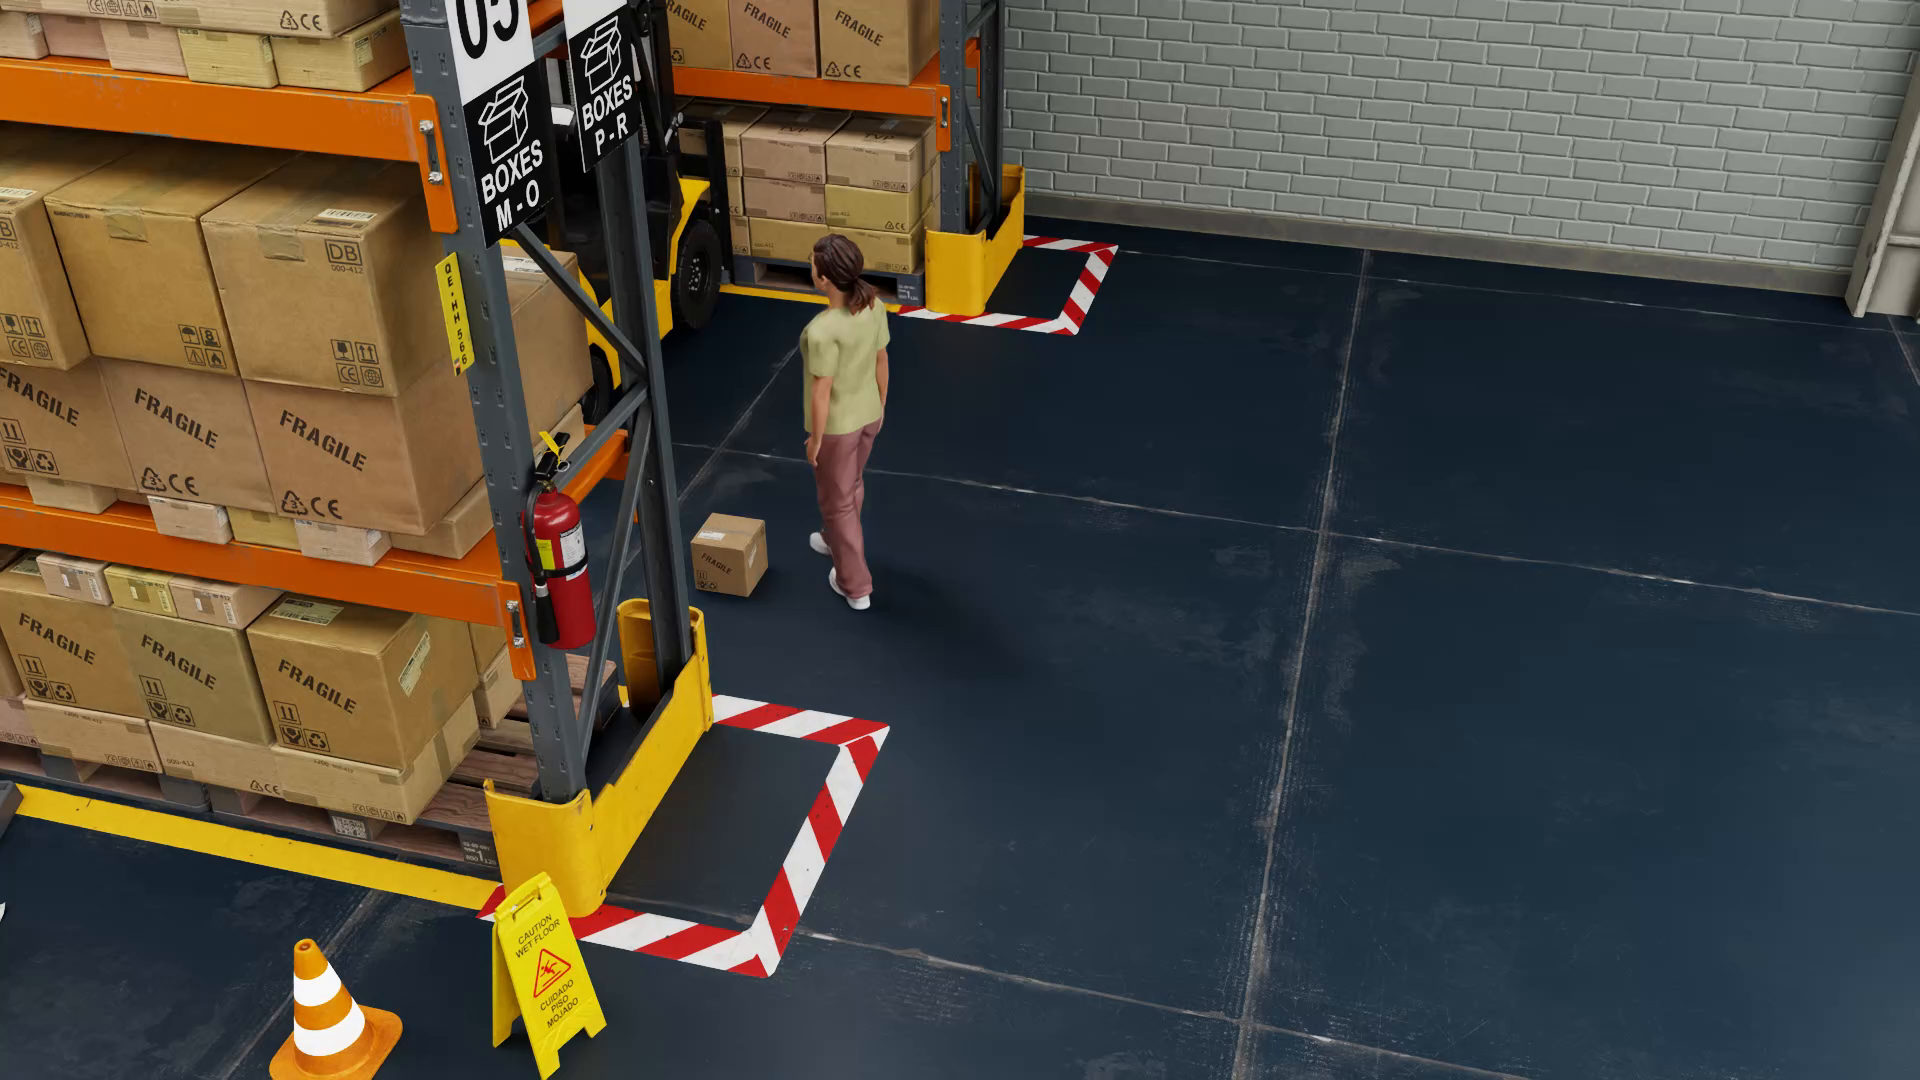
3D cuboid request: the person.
[{"bbox_3d":[-0.565,-0.410,7.001,0.599,1.415,0.464,22,39,30],"label":"person"}]
